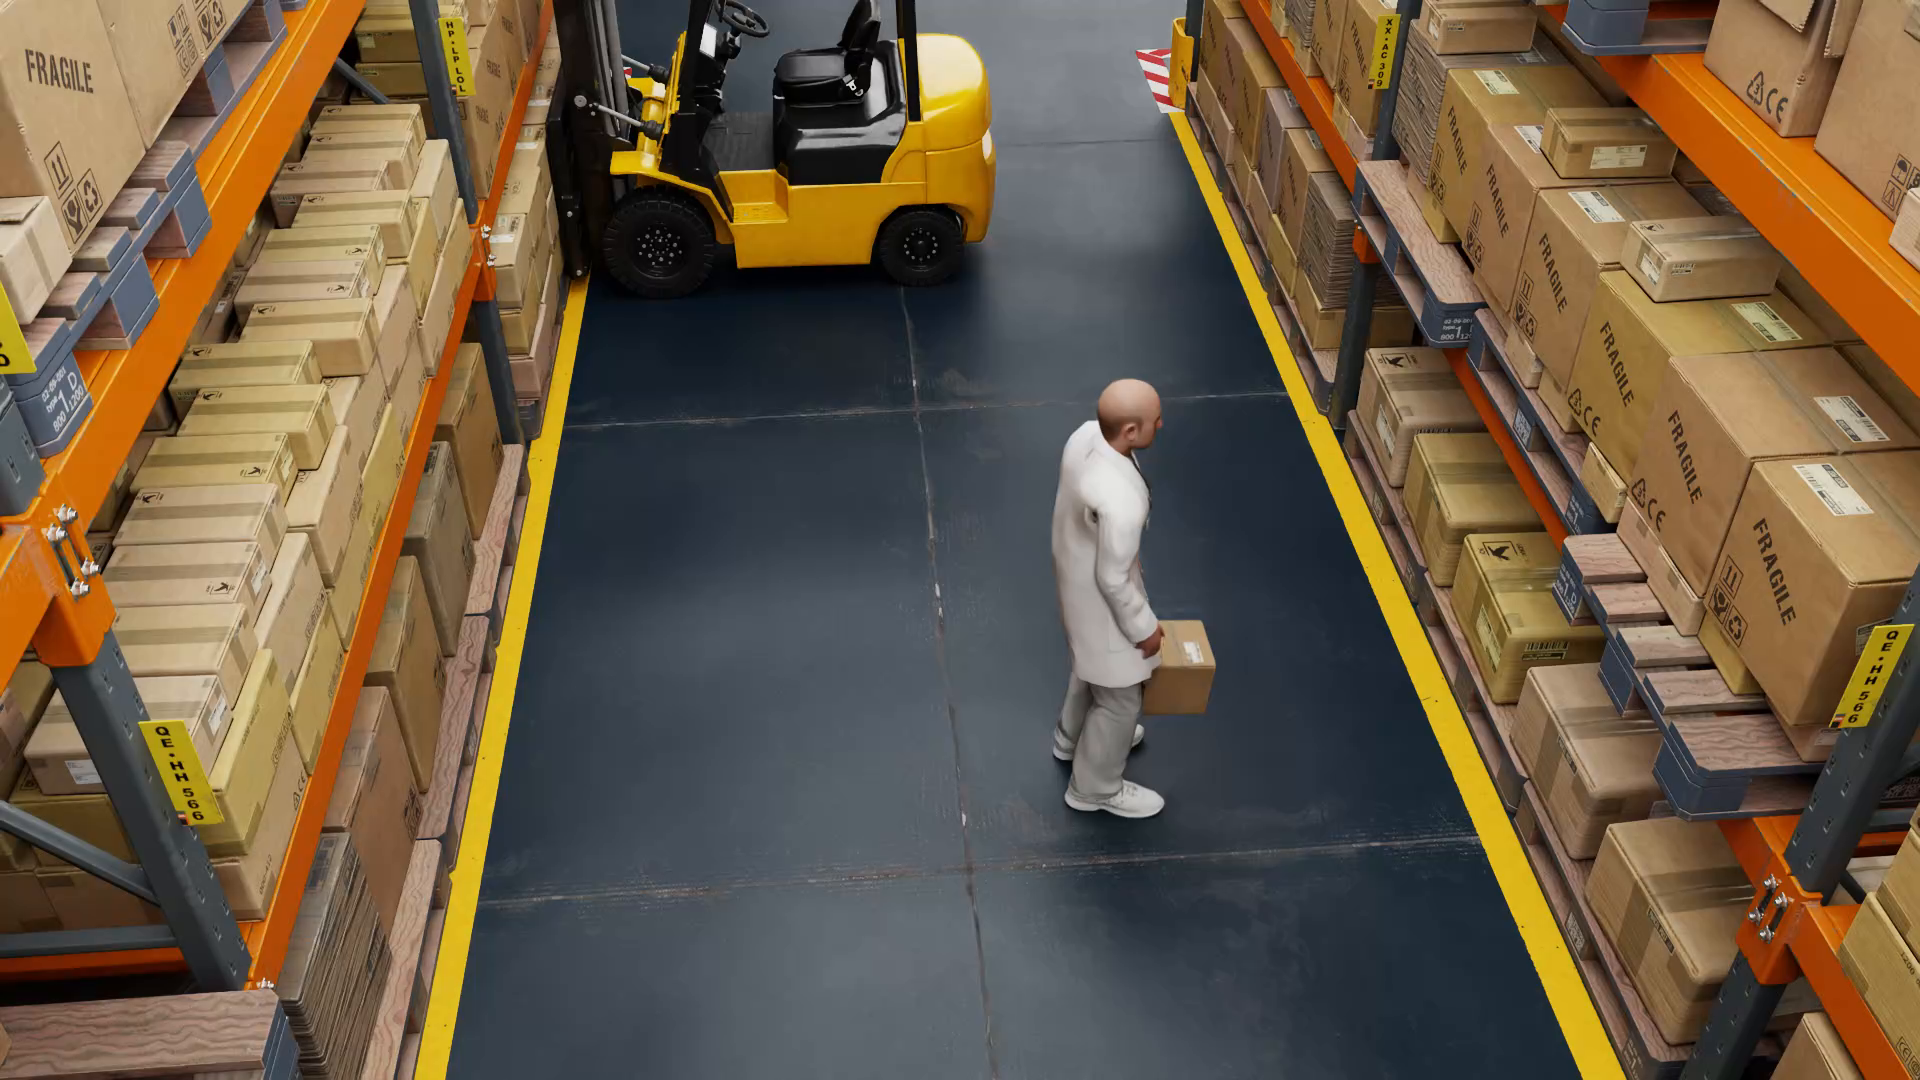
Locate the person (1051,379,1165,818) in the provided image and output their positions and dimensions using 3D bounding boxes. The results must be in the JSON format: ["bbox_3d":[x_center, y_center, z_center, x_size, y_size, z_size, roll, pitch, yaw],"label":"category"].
[{"bbox_3d":[0.534,0.197,5.916,0.423,1.777,0.591,-4,39,-5],"label":"person"}]
